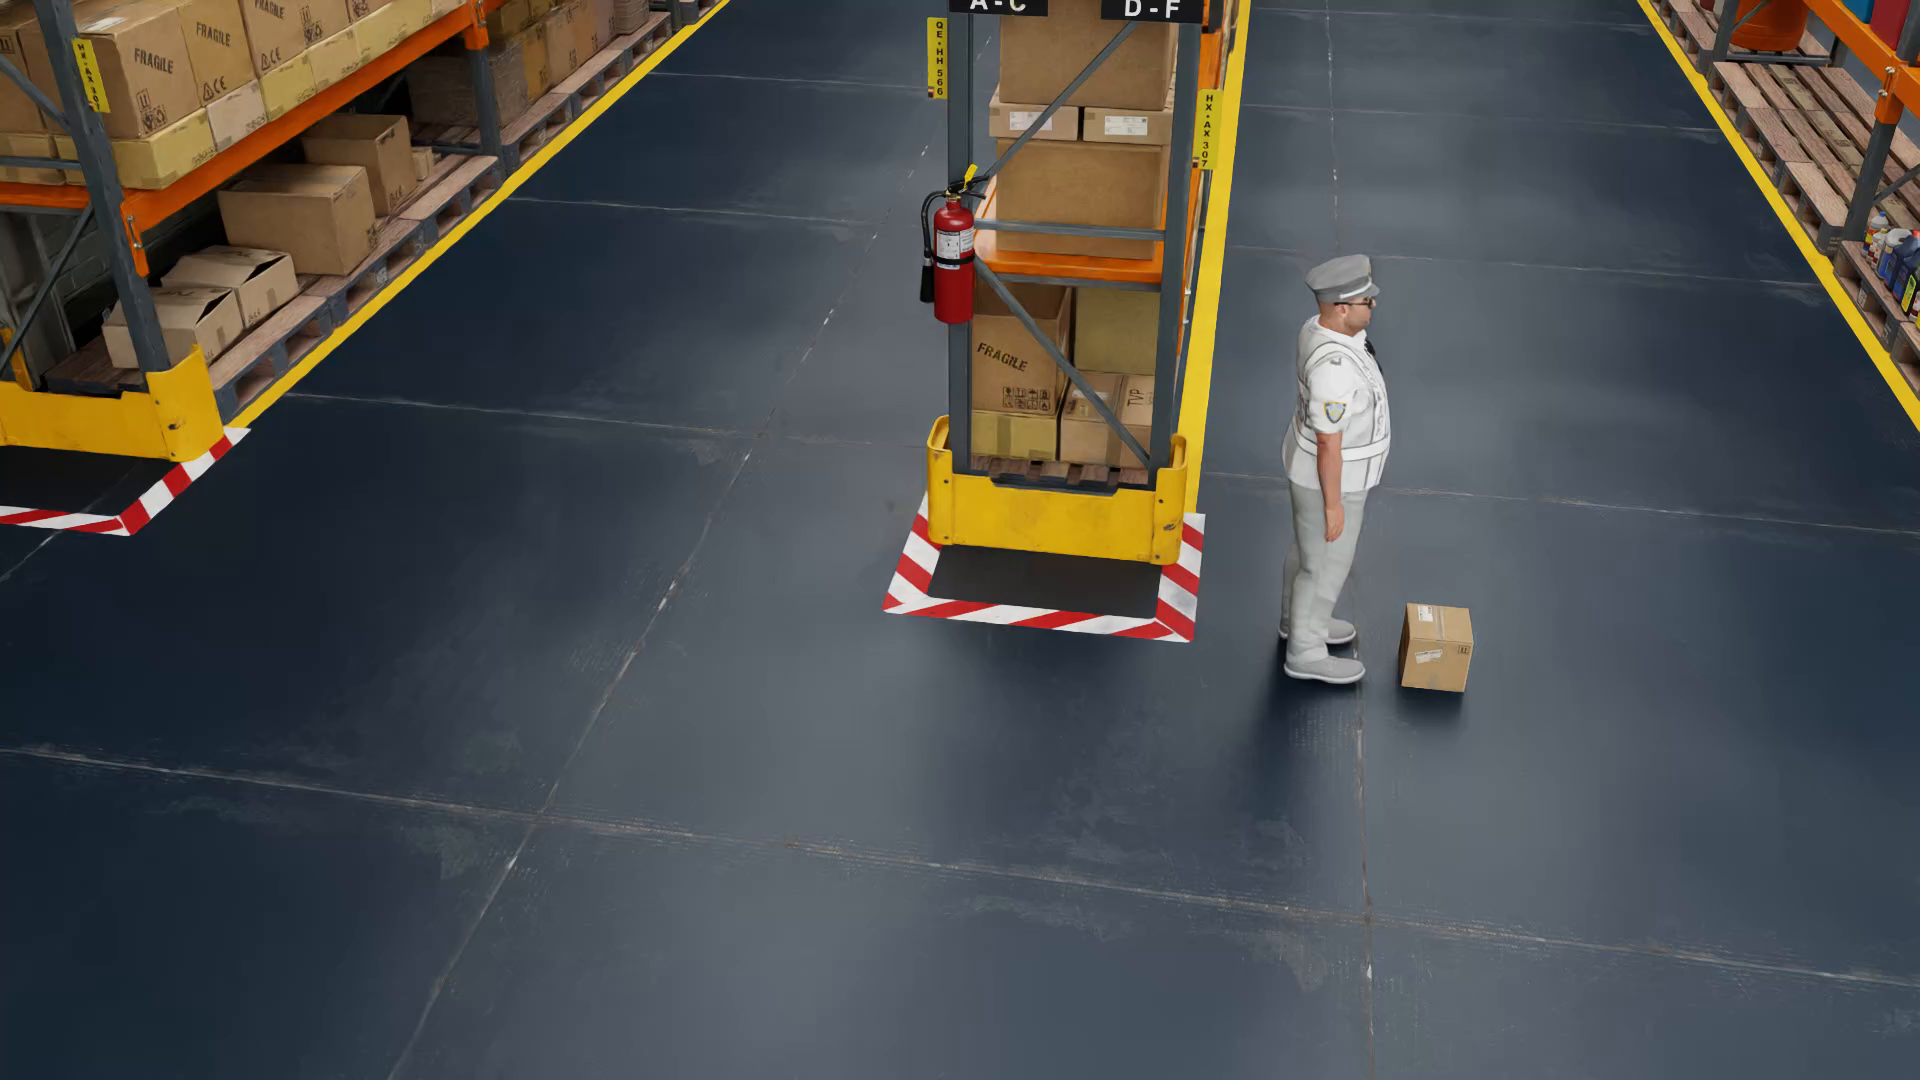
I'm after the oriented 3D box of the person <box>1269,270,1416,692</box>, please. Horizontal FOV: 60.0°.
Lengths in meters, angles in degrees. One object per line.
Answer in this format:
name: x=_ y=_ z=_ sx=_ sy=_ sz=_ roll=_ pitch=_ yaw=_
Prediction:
person: x=1.452 y=-0.236 z=6.545 sx=0.439 sy=1.722 sz=0.547 roll=6 pitch=33 yaw=9
